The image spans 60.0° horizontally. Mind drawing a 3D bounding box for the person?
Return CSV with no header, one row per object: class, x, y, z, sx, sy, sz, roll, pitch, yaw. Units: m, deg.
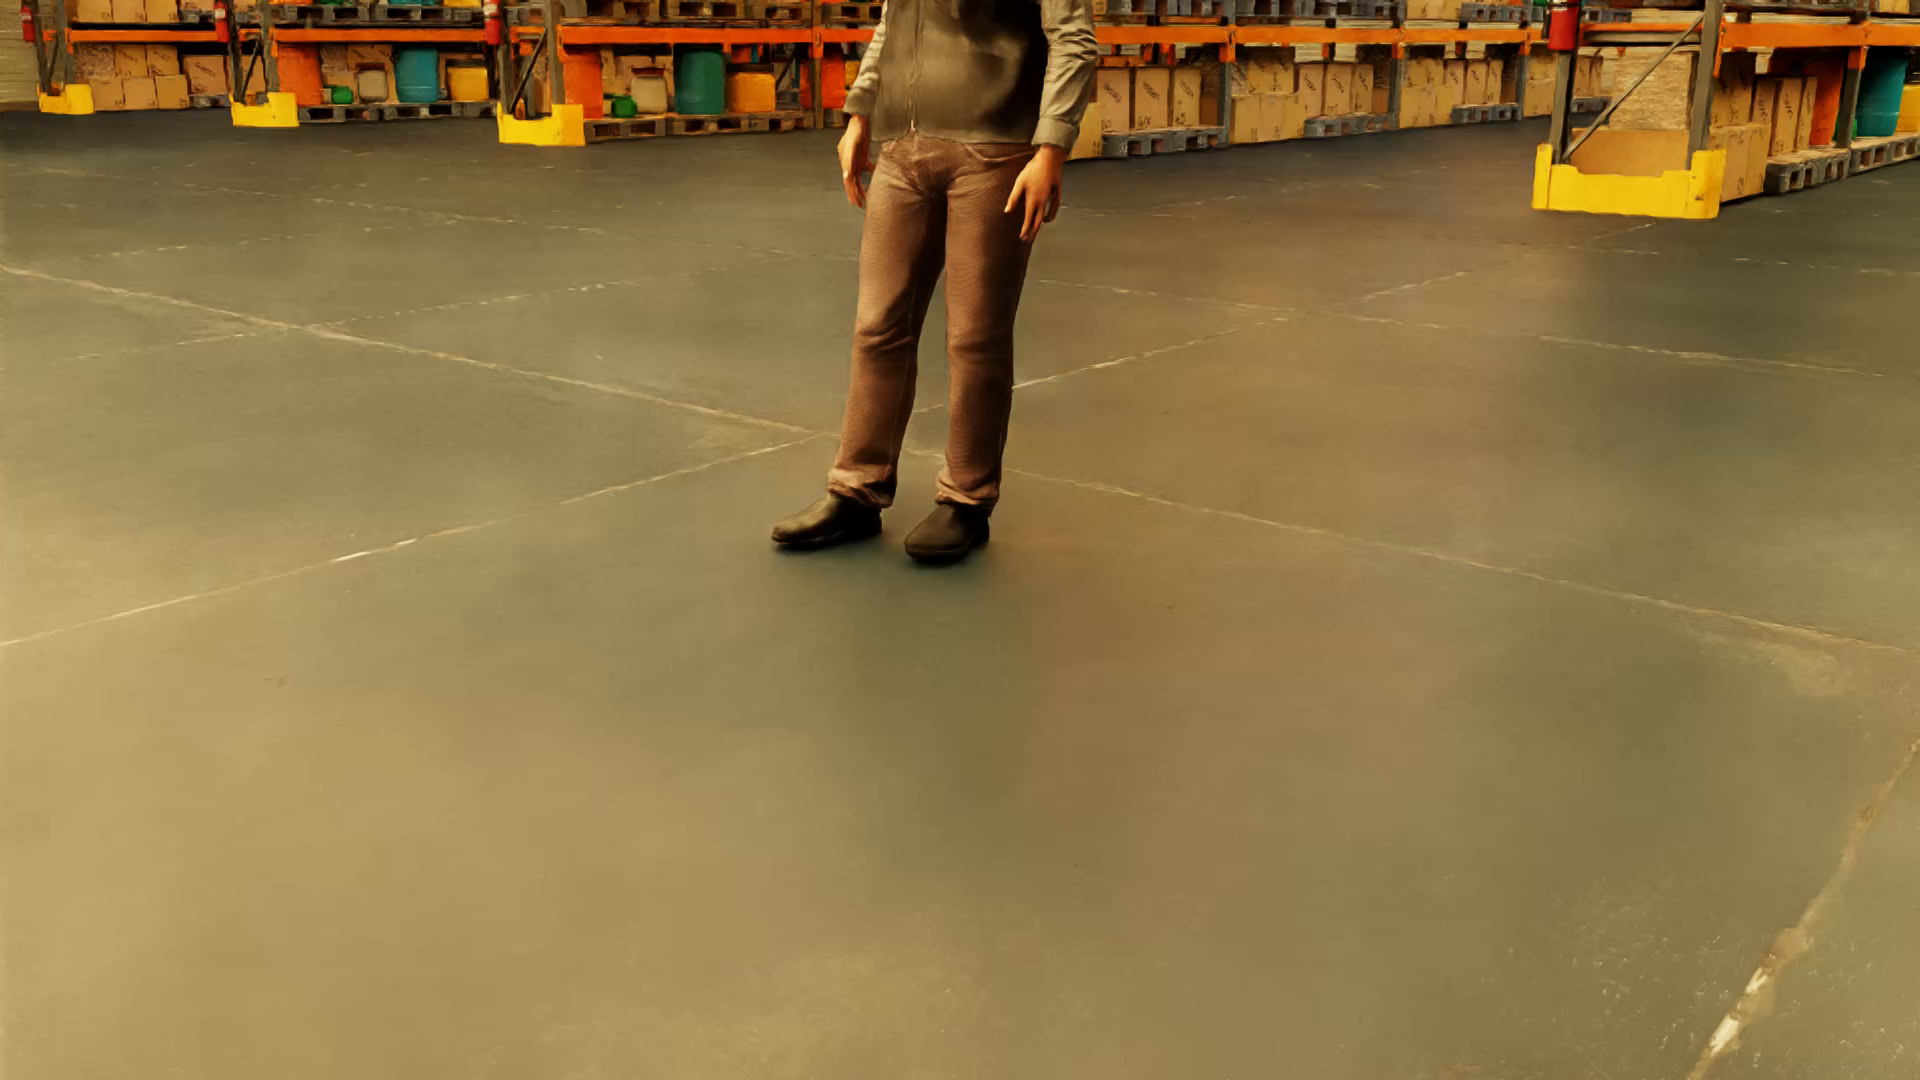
person,-0.046,-0.818,3.649,0.632,1.720,0.567,13,21,37
